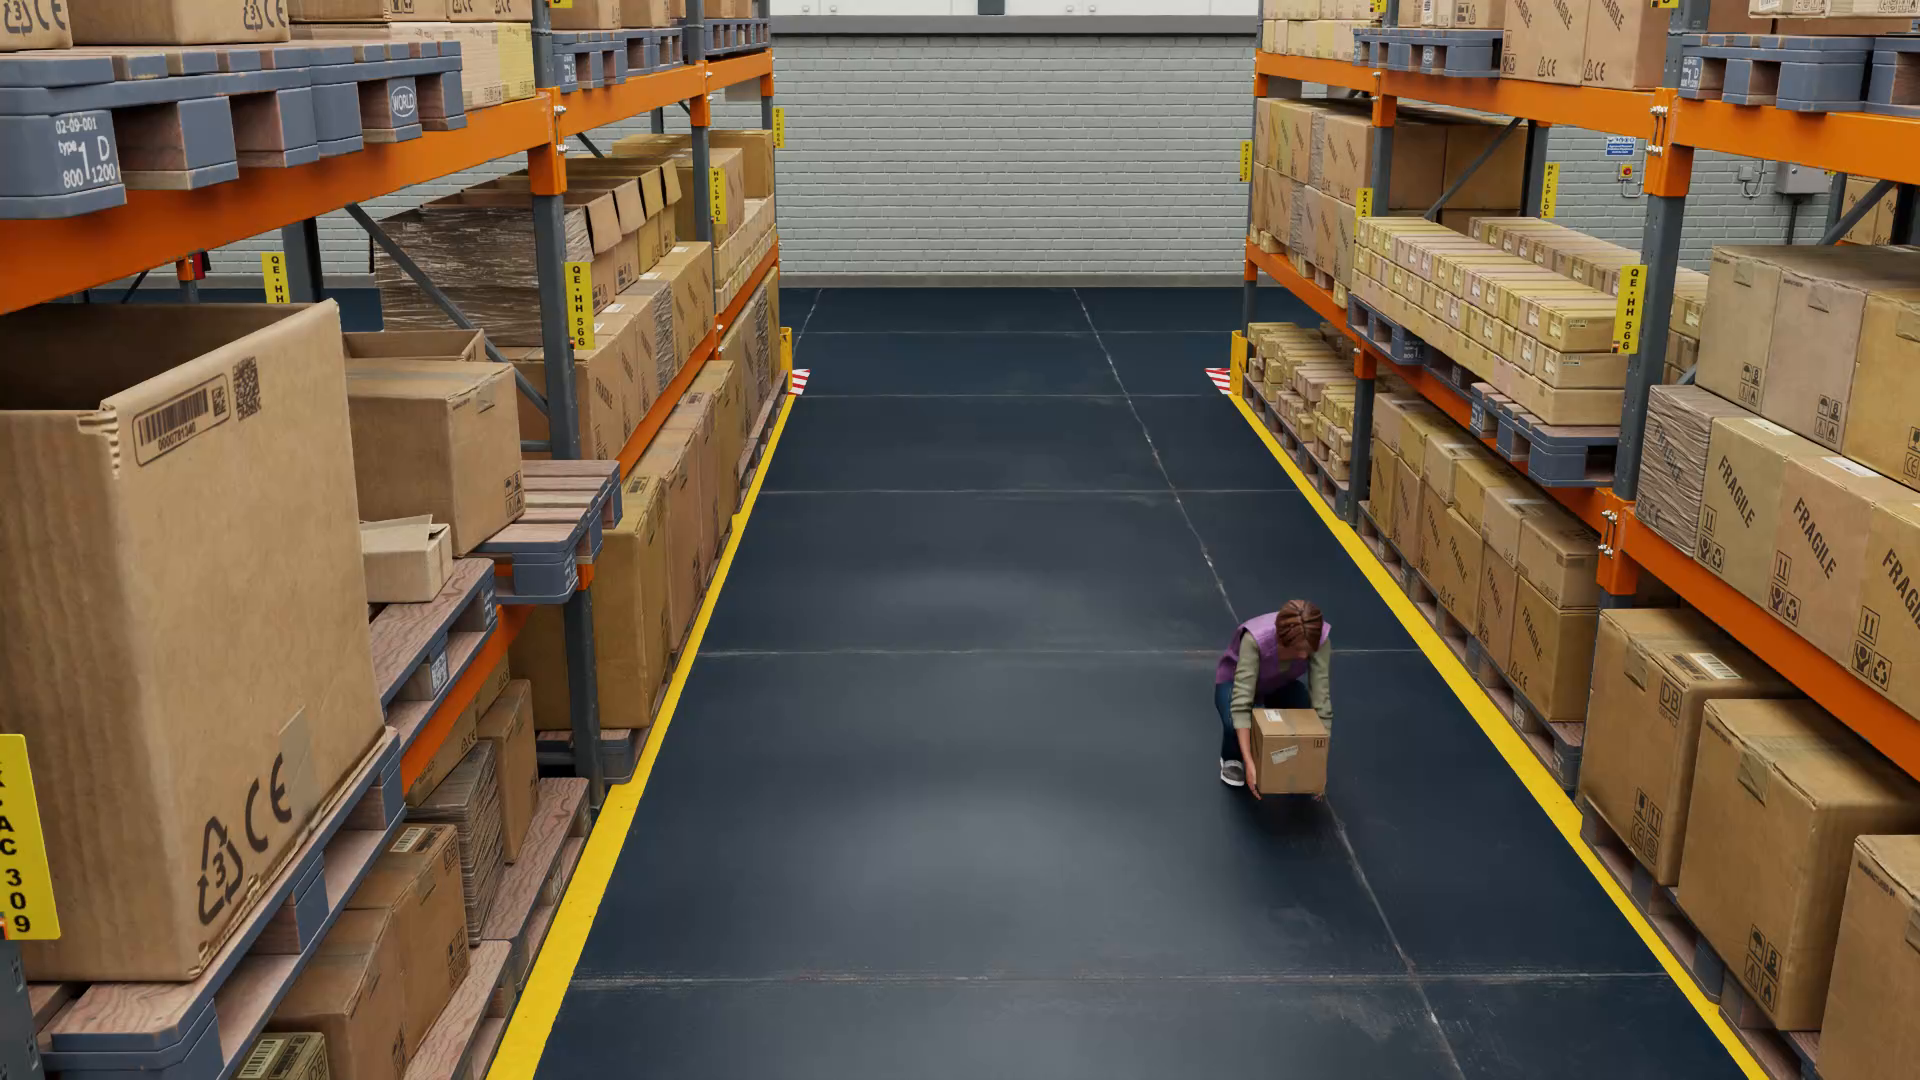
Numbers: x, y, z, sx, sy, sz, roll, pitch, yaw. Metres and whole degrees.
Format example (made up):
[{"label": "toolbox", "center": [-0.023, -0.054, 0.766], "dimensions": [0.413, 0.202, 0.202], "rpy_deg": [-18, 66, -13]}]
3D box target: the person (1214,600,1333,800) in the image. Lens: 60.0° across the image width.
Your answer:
[{"label": "person", "center": [1.280, 0.618, 6.790], "dimensions": [0.430, 0.892, 0.814], "rpy_deg": [-1, 17, -2]}]
